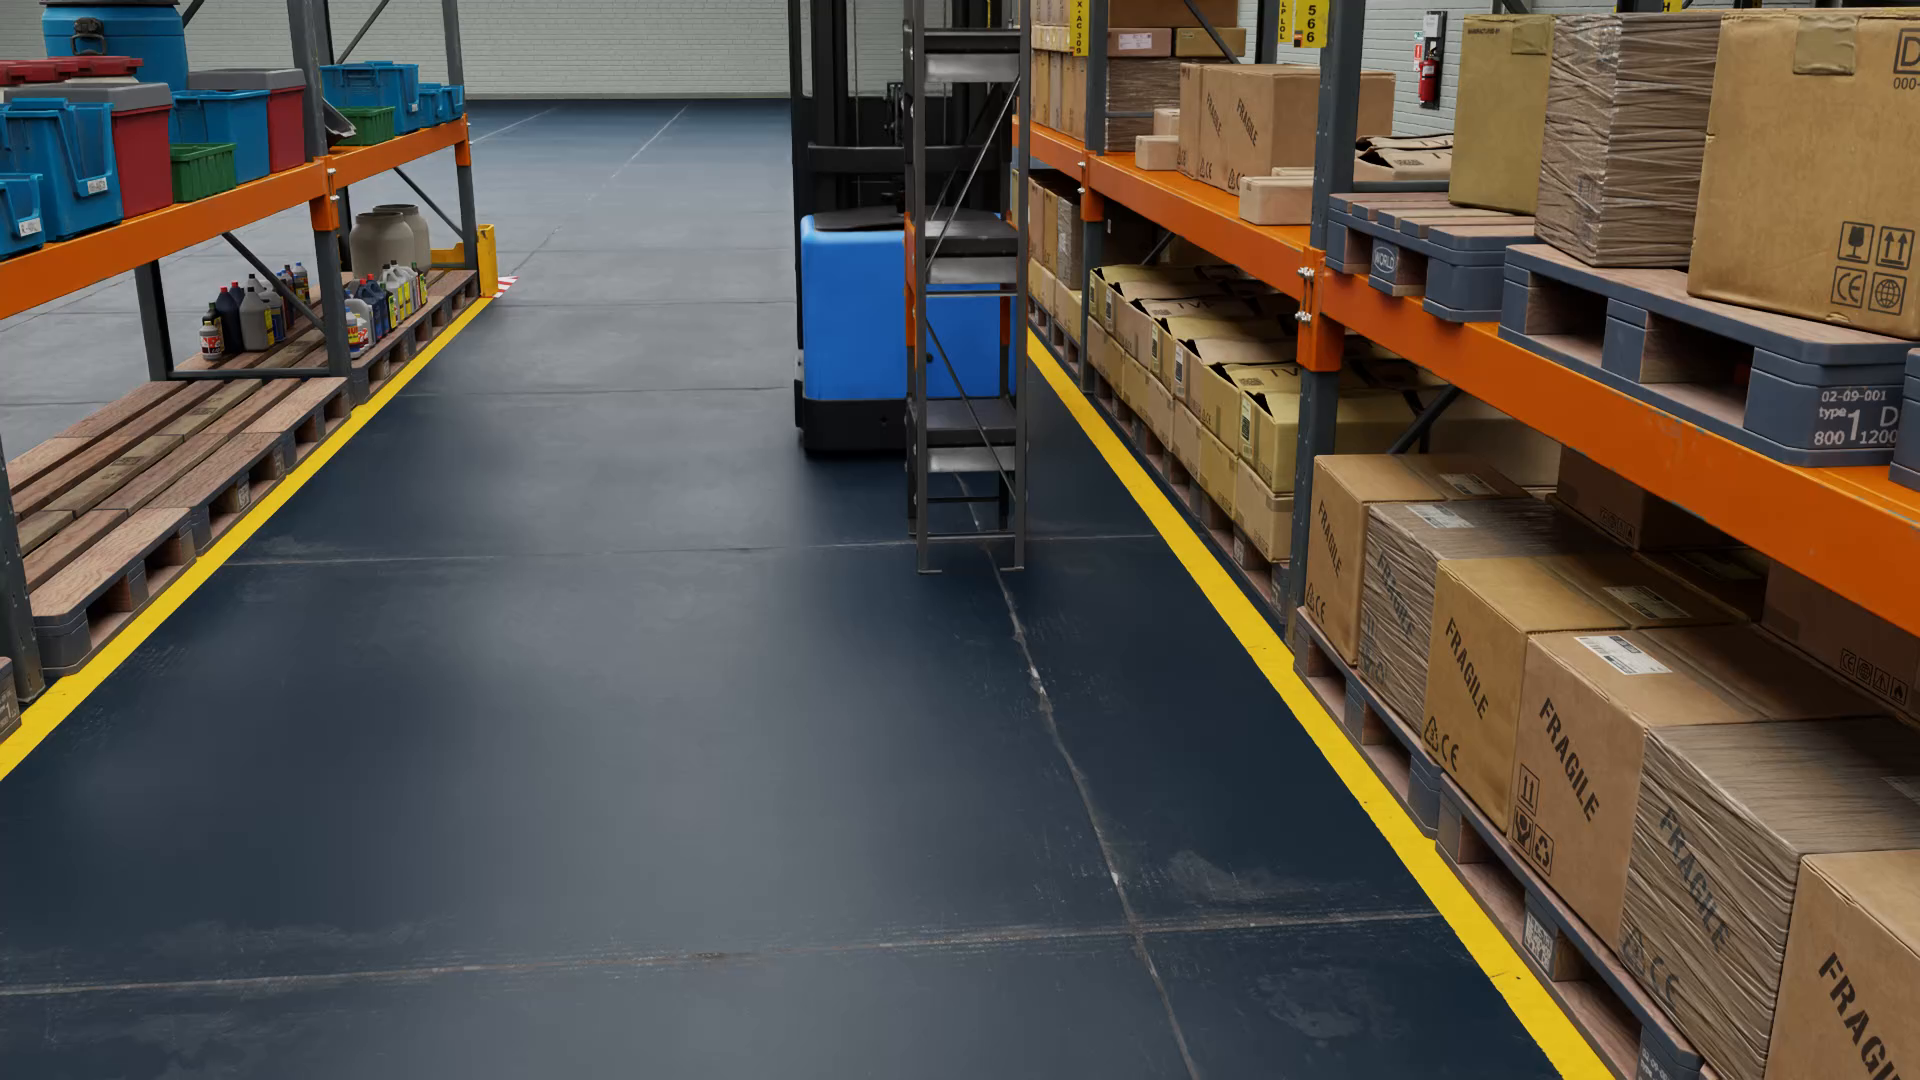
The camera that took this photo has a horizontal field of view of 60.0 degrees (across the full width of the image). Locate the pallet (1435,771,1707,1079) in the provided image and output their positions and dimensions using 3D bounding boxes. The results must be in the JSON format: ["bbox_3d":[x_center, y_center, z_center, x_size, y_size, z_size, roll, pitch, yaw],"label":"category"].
[{"bbox_3d":[1.751,0.836,3.661,1.003,0.211,1.213,-2,18,-6],"label":"pallet"}]

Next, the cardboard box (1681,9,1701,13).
[{"bbox_3d":[5.482,-3.615,12.148,0.500,0.500,0.500,-2,18,-5],"label":"cardboard box"}]

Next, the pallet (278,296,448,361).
[{"bbox_3d":[-3.908,-1.356,10.643,1.003,0.211,1.213,-2,18,-6],"label":"pallet"}]

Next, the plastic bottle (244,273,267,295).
[{"bbox_3d":[-4.157,-1.403,9.825,0.144,0.351,0.185,-2,18,-6],"label":"plastic bottle"}]

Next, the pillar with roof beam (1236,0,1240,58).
[{"bbox_3d":[0.485,-11.528,28.374,9.100,9.000,0.400,-2,18,-6],"label":"pillar with roof beam"}]

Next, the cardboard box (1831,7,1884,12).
[{"bbox_3d":[5.690,-3.002,10.196,0.500,0.500,0.500,-2,18,-6],"label":"cardboard box"}]

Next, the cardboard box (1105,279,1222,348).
[{"bbox_3d":[1.017,-1.148,8.280,0.500,0.311,0.500,-2,18,-6],"label":"cardboard box"}]

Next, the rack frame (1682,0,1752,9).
[{"bbox_3d":[5.691,-3.618,13.194,1.000,3.000,0.127,-2,18,-6],"label":"rack frame"}]

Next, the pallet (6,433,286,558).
[{"bbox_3d":[-3.503,-0.193,6.939,1.003,0.211,1.213,-2,18,-6],"label":"pallet"}]

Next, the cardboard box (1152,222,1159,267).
[{"bbox_3d":[1.380,-1.815,10.088,0.500,0.500,0.500,-2,18,-6],"label":"cardboard box"}]

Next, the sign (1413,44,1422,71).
[{"bbox_3d":[5.833,-6.146,21.187,0.001,0.329,0.234,-2,18,-6],"label":"sign"}]

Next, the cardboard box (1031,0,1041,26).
[{"bbox_3d":[0.864,-3.819,11.501,0.700,0.500,0.500,-2,18,-7],"label":"cardboard box"}]

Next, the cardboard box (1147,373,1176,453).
[{"bbox_3d":[1.130,-0.575,7.389,0.500,0.250,0.500,-1,17,-5],"label":"cardboard box"}]

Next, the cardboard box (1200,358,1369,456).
[{"bbox_3d":[1.230,-0.540,6.341,0.500,0.311,0.500,-2,18,-6],"label":"cardboard box"}]

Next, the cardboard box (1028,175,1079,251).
[{"bbox_3d":[0.715,-2.246,11.461,0.500,0.500,0.500,-2,18,-6],"label":"cardboard box"}]

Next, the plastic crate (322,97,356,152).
[{"bbox_3d":[-3.679,-2.251,8.942,0.767,0.338,0.504,-2,18,-6],"label":"plastic crate"}]

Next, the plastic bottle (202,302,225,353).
[{"bbox_3d":[-4.129,-1.167,9.188,0.061,0.283,0.133,-1,17,-3],"label":"plastic bottle"}]

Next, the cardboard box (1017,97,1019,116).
[{"bbox_3d":[0.799,-3.372,12.244,0.700,0.500,0.500,-2,18,-6],"label":"cardboard box"}]

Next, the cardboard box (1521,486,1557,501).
[{"bbox_3d":[1.827,-0.134,5.986,0.500,0.250,0.500,-2,18,-6],"label":"cardboard box"}]

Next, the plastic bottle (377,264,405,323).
[{"bbox_3d":[-3.485,-1.503,10.143,0.144,0.351,0.185,-2,18,-6],"label":"plastic bottle"}]

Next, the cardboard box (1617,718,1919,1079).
[{"bbox_3d":[1.571,0.659,3.009,0.500,0.500,0.500,-2,17,-5],"label":"cardboard box"}]

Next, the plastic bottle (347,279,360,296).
[{"bbox_3d":[-3.630,-1.455,10.116,0.152,0.276,0.135,-2,18,-6],"label":"plastic bottle"}]

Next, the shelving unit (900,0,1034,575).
[{"bbox_3d":[0.017,-0.952,6.205,0.431,2.100,0.503,-2,18,-6],"label":"shelving unit"}]

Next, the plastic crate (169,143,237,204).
[{"bbox_3d":[-3.291,-1.509,6.830,0.450,0.188,0.662,-2,18,-6],"label":"plastic crate"}]

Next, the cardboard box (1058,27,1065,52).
[{"bbox_3d":[0.806,-3.082,10.237,0.380,0.149,0.250,-1,17,-4],"label":"cardboard box"}]

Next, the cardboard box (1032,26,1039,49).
[{"bbox_3d":[0.698,-3.390,11.218,0.380,0.149,0.250,-2,18,-7],"label":"cardboard box"}]

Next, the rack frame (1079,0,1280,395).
[{"bbox_3d":[1.176,-2.272,8.907,1.000,3.000,0.127,-2,18,-6],"label":"rack frame"}]

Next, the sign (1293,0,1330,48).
[{"bbox_3d":[1.037,-1.615,4.880,0.100,0.325,0.005,-2,18,-6],"label":"sign"}]

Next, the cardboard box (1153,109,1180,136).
[{"bbox_3d":[1.270,-2.055,8.466,0.500,0.250,0.500,-1,17,-2],"label":"cardboard box"}]

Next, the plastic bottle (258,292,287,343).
[{"bbox_3d":[-3.979,-1.283,9.568,0.152,0.276,0.135,-2,18,-6],"label":"plastic bottle"}]

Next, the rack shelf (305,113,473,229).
[{"bbox_3d":[-3.957,-2.373,10.429,1.077,0.370,4.000,-2,18,-6],"label":"rack shelf"}]

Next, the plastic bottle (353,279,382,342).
[{"bbox_3d":[-3.422,-1.320,9.561,0.144,0.351,0.185,-1,17,-4],"label":"plastic bottle"}]

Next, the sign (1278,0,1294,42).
[{"bbox_3d":[1.715,-2.807,8.808,0.100,0.325,0.005,-2,18,-6],"label":"sign"}]

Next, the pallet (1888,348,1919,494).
[{"bbox_3d":[2.027,-0.039,2.113,1.003,0.211,1.213,-2,18,-6],"label":"pallet"}]

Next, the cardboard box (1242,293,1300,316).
[{"bbox_3d":[1.612,-1.013,7.849,0.500,0.311,0.500,-2,18,-6],"label":"cardboard box"}]

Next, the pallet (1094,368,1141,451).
[{"bbox_3d":[1.291,-0.724,8.629,1.003,0.211,1.213,-2,18,-6],"label":"pallet"}]

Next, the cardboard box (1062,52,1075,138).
[{"bbox_3d":[1.015,-2.758,10.289,0.700,0.500,0.500,-2,17,-5],"label":"cardboard box"}]

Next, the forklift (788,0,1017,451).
[{"bbox_3d":[-0.353,-2.210,8.823,1.130,2.935,3.031,-2,18,-5],"label":"forklift"}]

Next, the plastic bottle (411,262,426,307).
[{"bbox_3d":[-3.508,-1.658,10.751,0.061,0.283,0.133,-1,17,-4],"label":"plastic bottle"}]

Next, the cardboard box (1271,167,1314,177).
[{"bbox_3d":[1.401,-1.339,6.353,0.380,0.149,0.250,0,17,-2],"label":"cardboard box"}]

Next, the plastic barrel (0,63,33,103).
[{"bbox_3d":[-3.750,-1.546,6.366,0.433,0.535,0.433,0,17,0],"label":"plastic barrel"}]

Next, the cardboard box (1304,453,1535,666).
[{"bbox_3d":[1.351,0.047,4.959,0.500,0.500,0.500,-1,17,-3],"label":"cardboard box"}]

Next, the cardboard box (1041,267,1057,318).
[{"bbox_3d":[0.803,-1.590,10.623,0.500,0.250,0.500,-2,18,-6],"label":"cardboard box"}]

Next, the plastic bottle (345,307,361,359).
[{"bbox_3d":[-3.348,-1.137,9.111,0.097,0.271,0.097,0,17,0],"label":"plastic bottle"}]

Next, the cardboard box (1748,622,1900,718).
[{"bbox_3d":[2.032,0.484,3.566,0.500,0.500,0.500,-2,18,-8],"label":"cardboard box"}]

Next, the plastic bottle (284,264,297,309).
[{"bbox_3d":[-4.281,-1.608,10.592,0.061,0.283,0.133,-1,17,-5],"label":"plastic bottle"}]

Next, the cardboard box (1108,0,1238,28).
[{"bbox_3d":[1.124,-3.071,9.118,0.700,0.500,0.500,-2,18,-5],"label":"cardboard box"}]

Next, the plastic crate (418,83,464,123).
[{"bbox_3d":[-3.814,-3.101,11.796,0.499,0.251,0.616,-2,18,-6],"label":"plastic crate"}]

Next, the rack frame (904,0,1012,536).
[{"bbox_3d":[-0.008,-1.025,6.437,0.400,2.100,0.015,-2,18,-6],"label":"rack frame"}]

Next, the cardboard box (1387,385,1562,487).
[{"bbox_3d":[1.827,-0.402,5.902,0.500,0.311,0.500,-1,17,-4],"label":"cardboard box"}]
